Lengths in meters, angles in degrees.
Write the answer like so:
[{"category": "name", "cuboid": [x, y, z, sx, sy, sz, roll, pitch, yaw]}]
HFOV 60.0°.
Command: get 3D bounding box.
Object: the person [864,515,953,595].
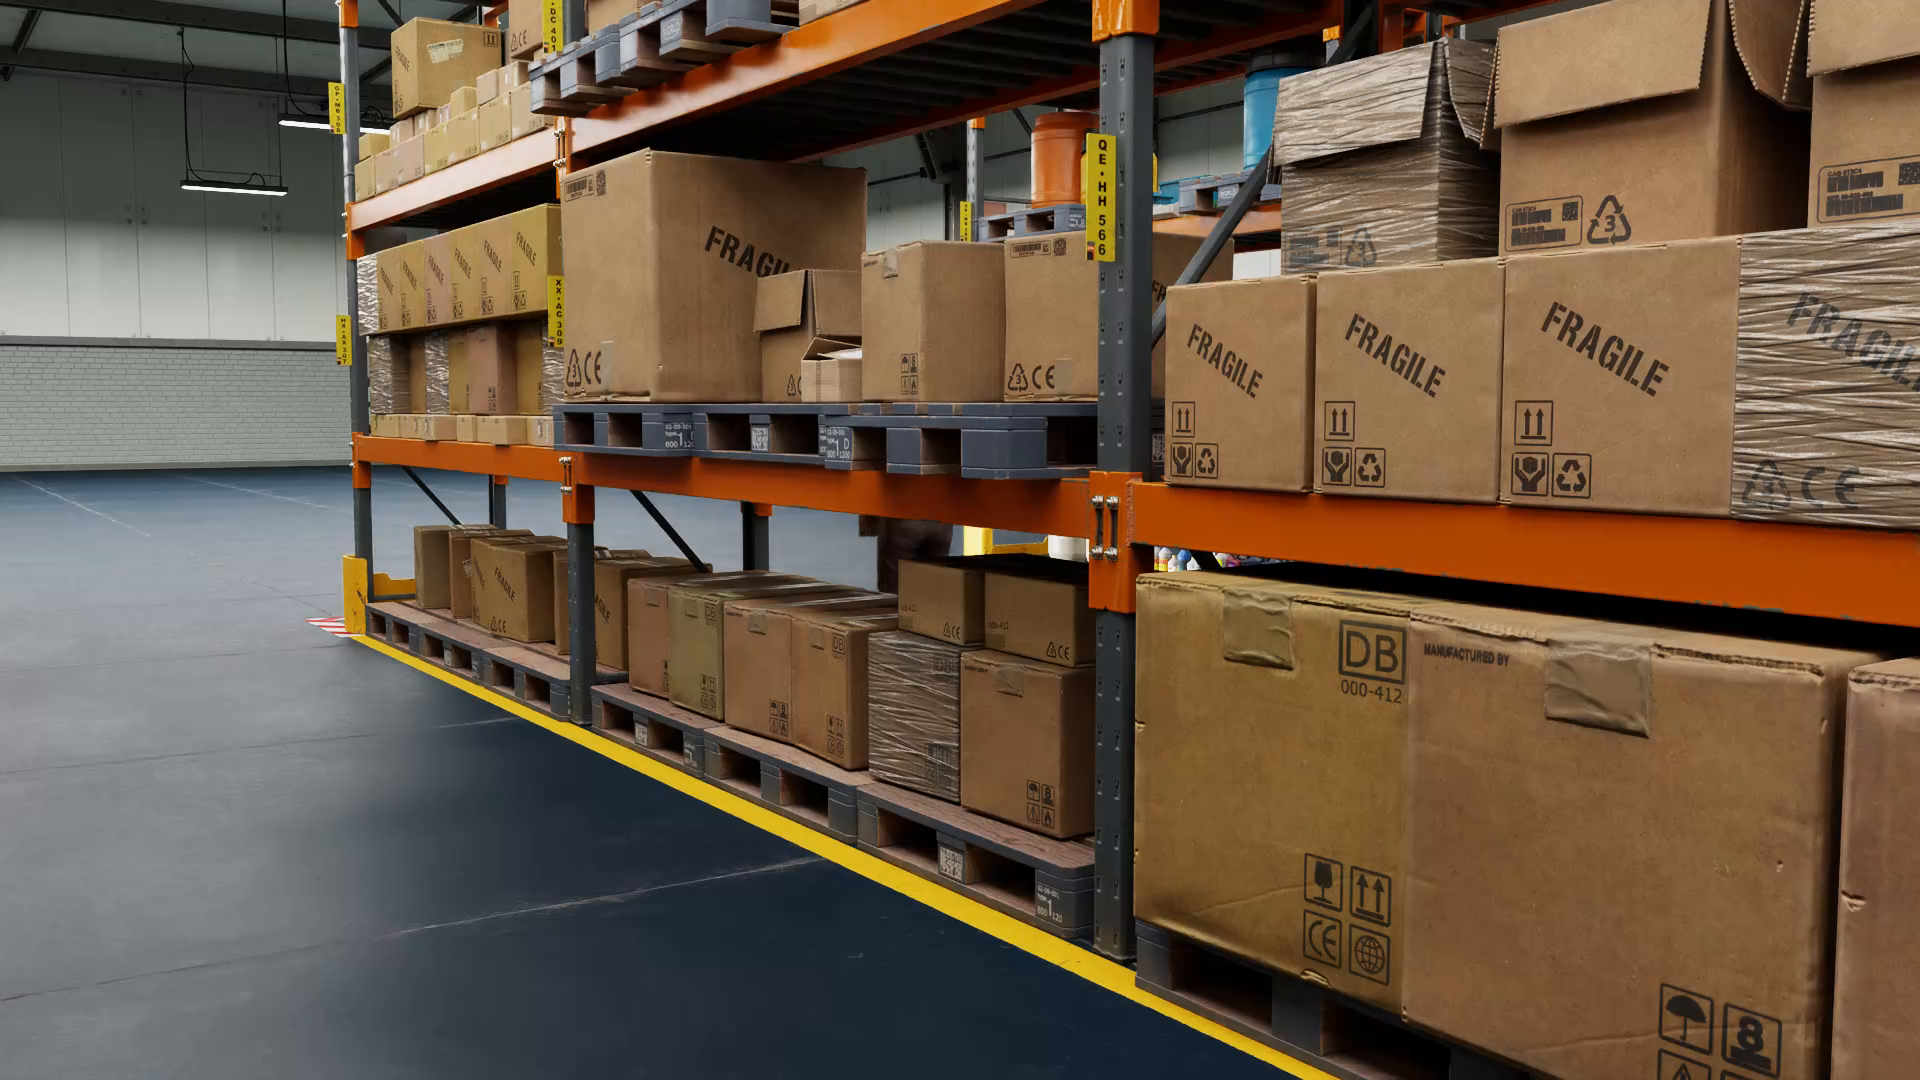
[{"category": "person", "cuboid": [-0.282, -0.097, 9.127, 0.536, 1.727, 0.513, -3, 6, -34]}]
